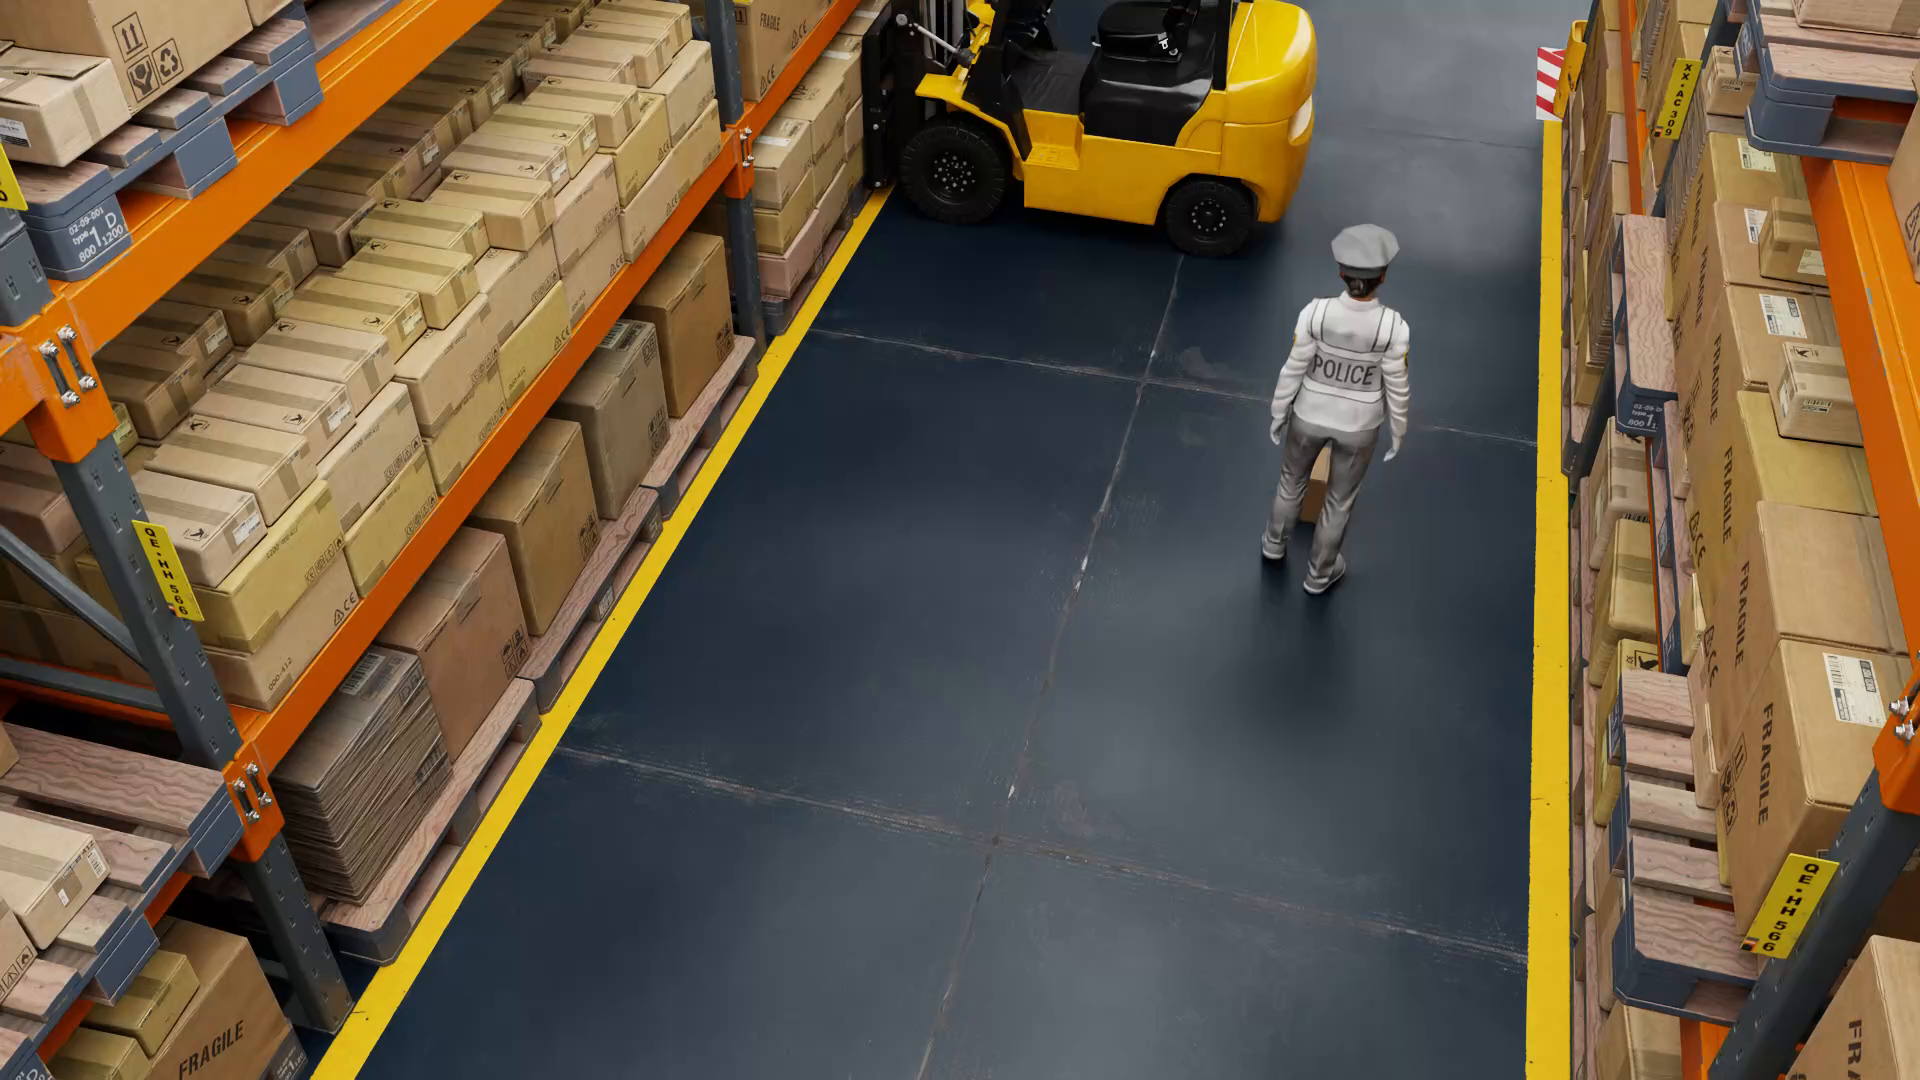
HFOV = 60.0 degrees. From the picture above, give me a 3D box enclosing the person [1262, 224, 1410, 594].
[{"bbox_3d":[1.545,-0.505,6.735,0.537,1.694,0.443,15,43,16],"label":"person"}]
